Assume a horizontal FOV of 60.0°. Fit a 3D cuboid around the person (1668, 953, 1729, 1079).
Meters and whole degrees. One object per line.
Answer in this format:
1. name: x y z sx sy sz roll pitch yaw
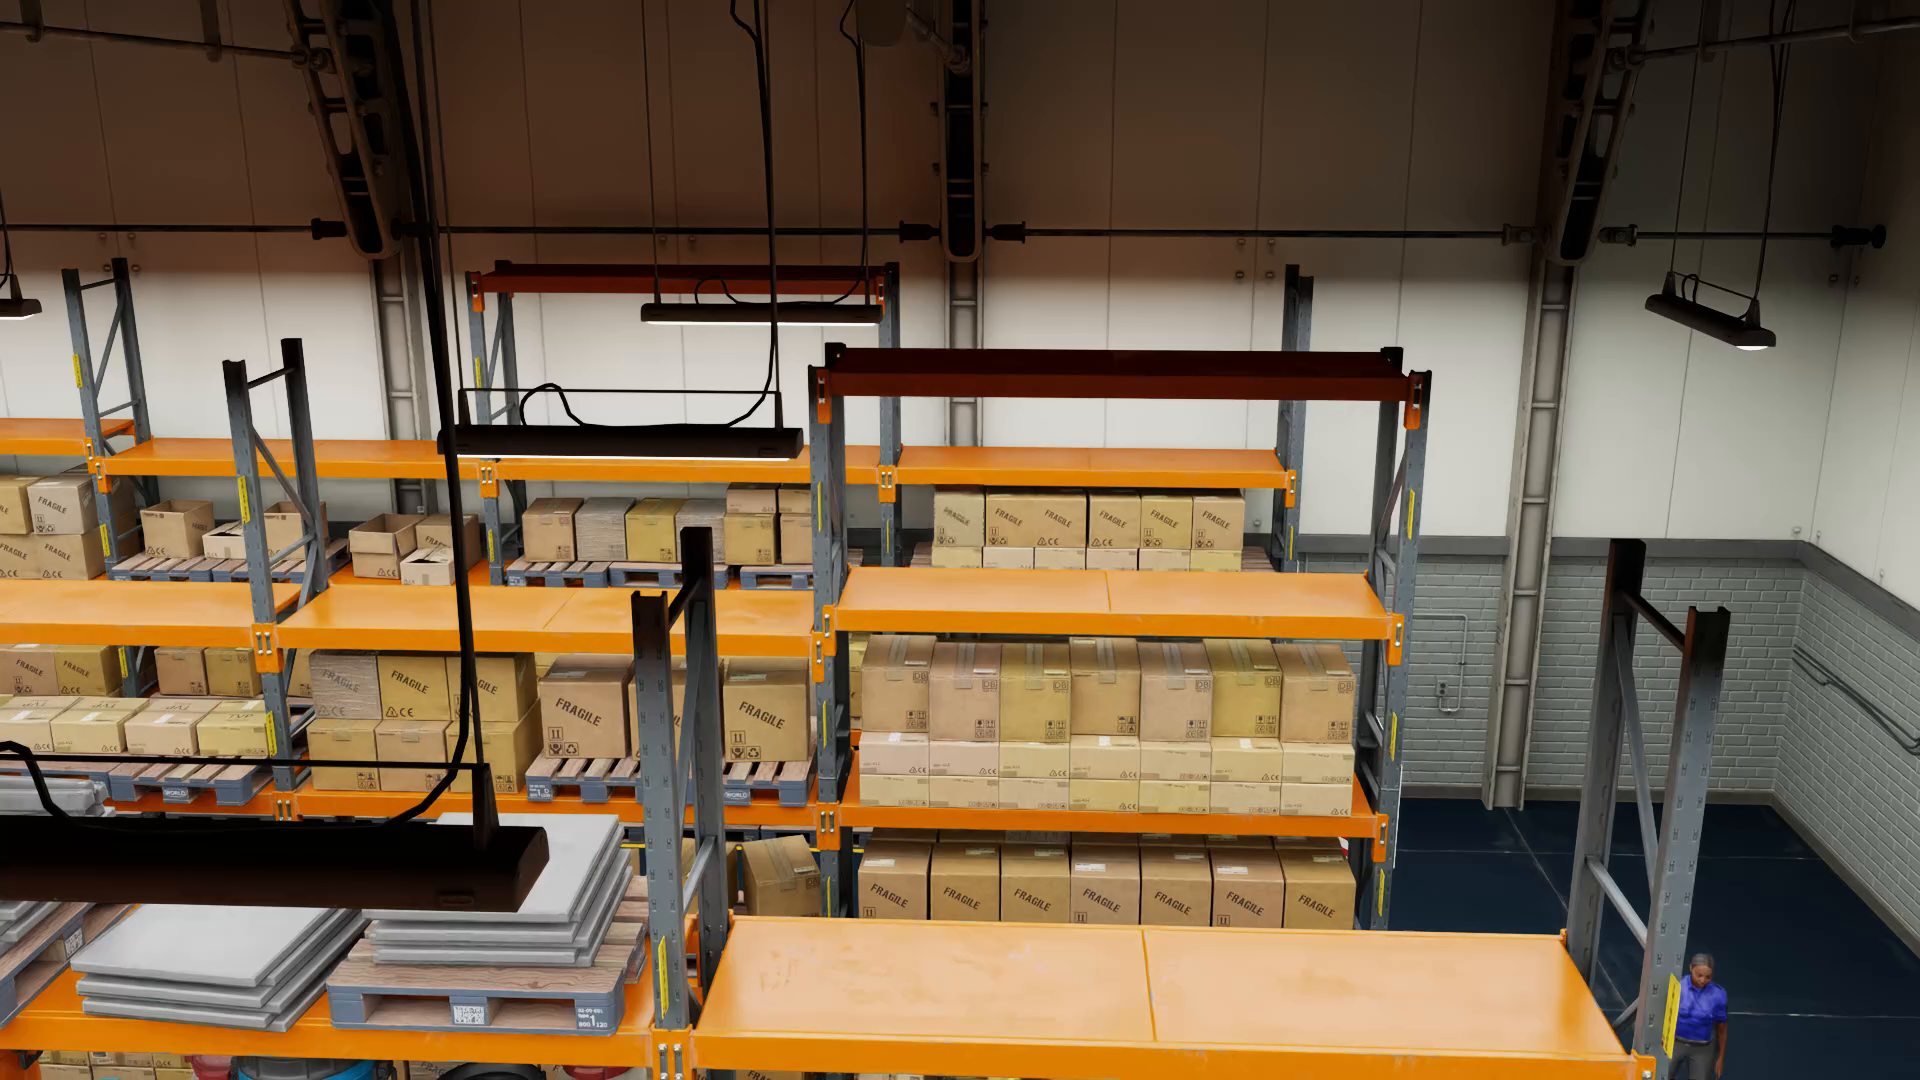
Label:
1. person: 5.485 3.801 12.508 0.499 1.651 0.589 7 17 22
